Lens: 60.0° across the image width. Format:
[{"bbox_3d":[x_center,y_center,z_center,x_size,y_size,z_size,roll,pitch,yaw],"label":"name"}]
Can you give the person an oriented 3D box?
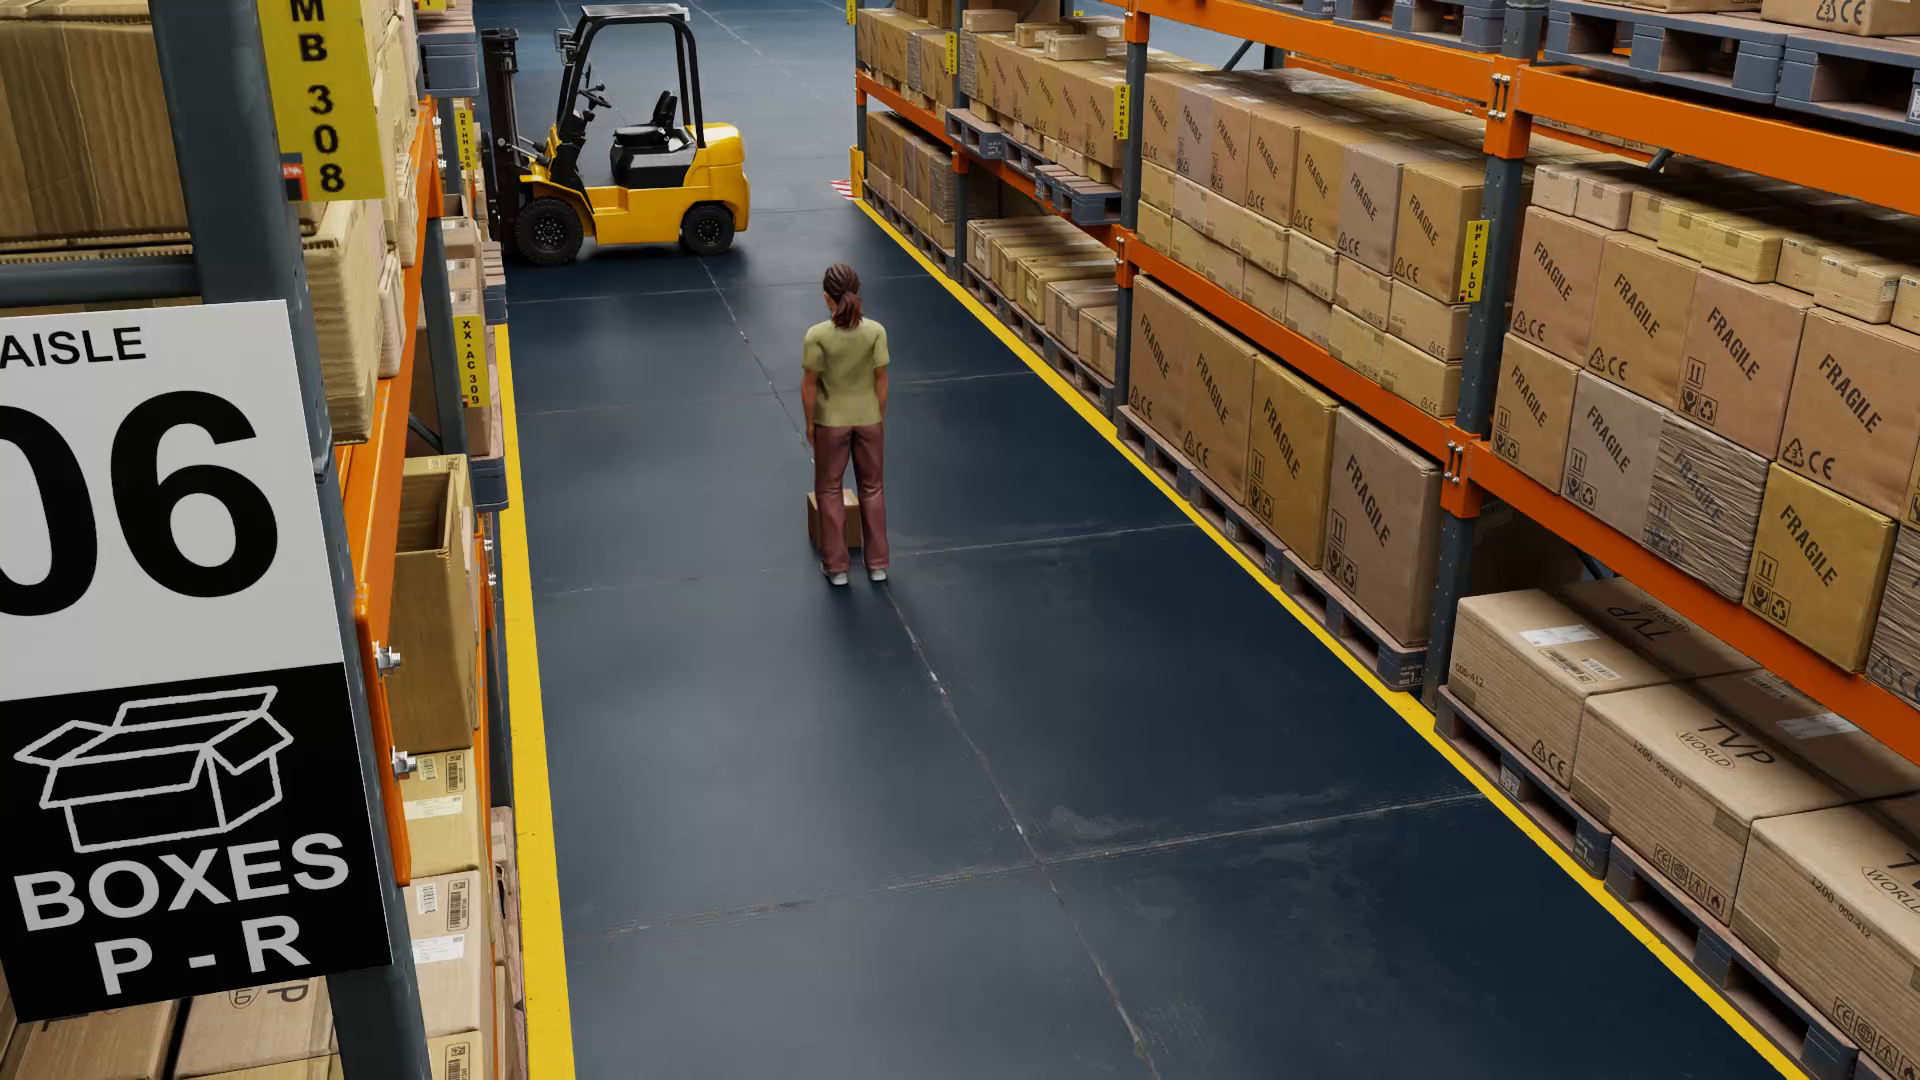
[{"bbox_3d":[-0.579,-0.575,8.464,0.447,1.671,0.360,-6,24,-13],"label":"person"}]
